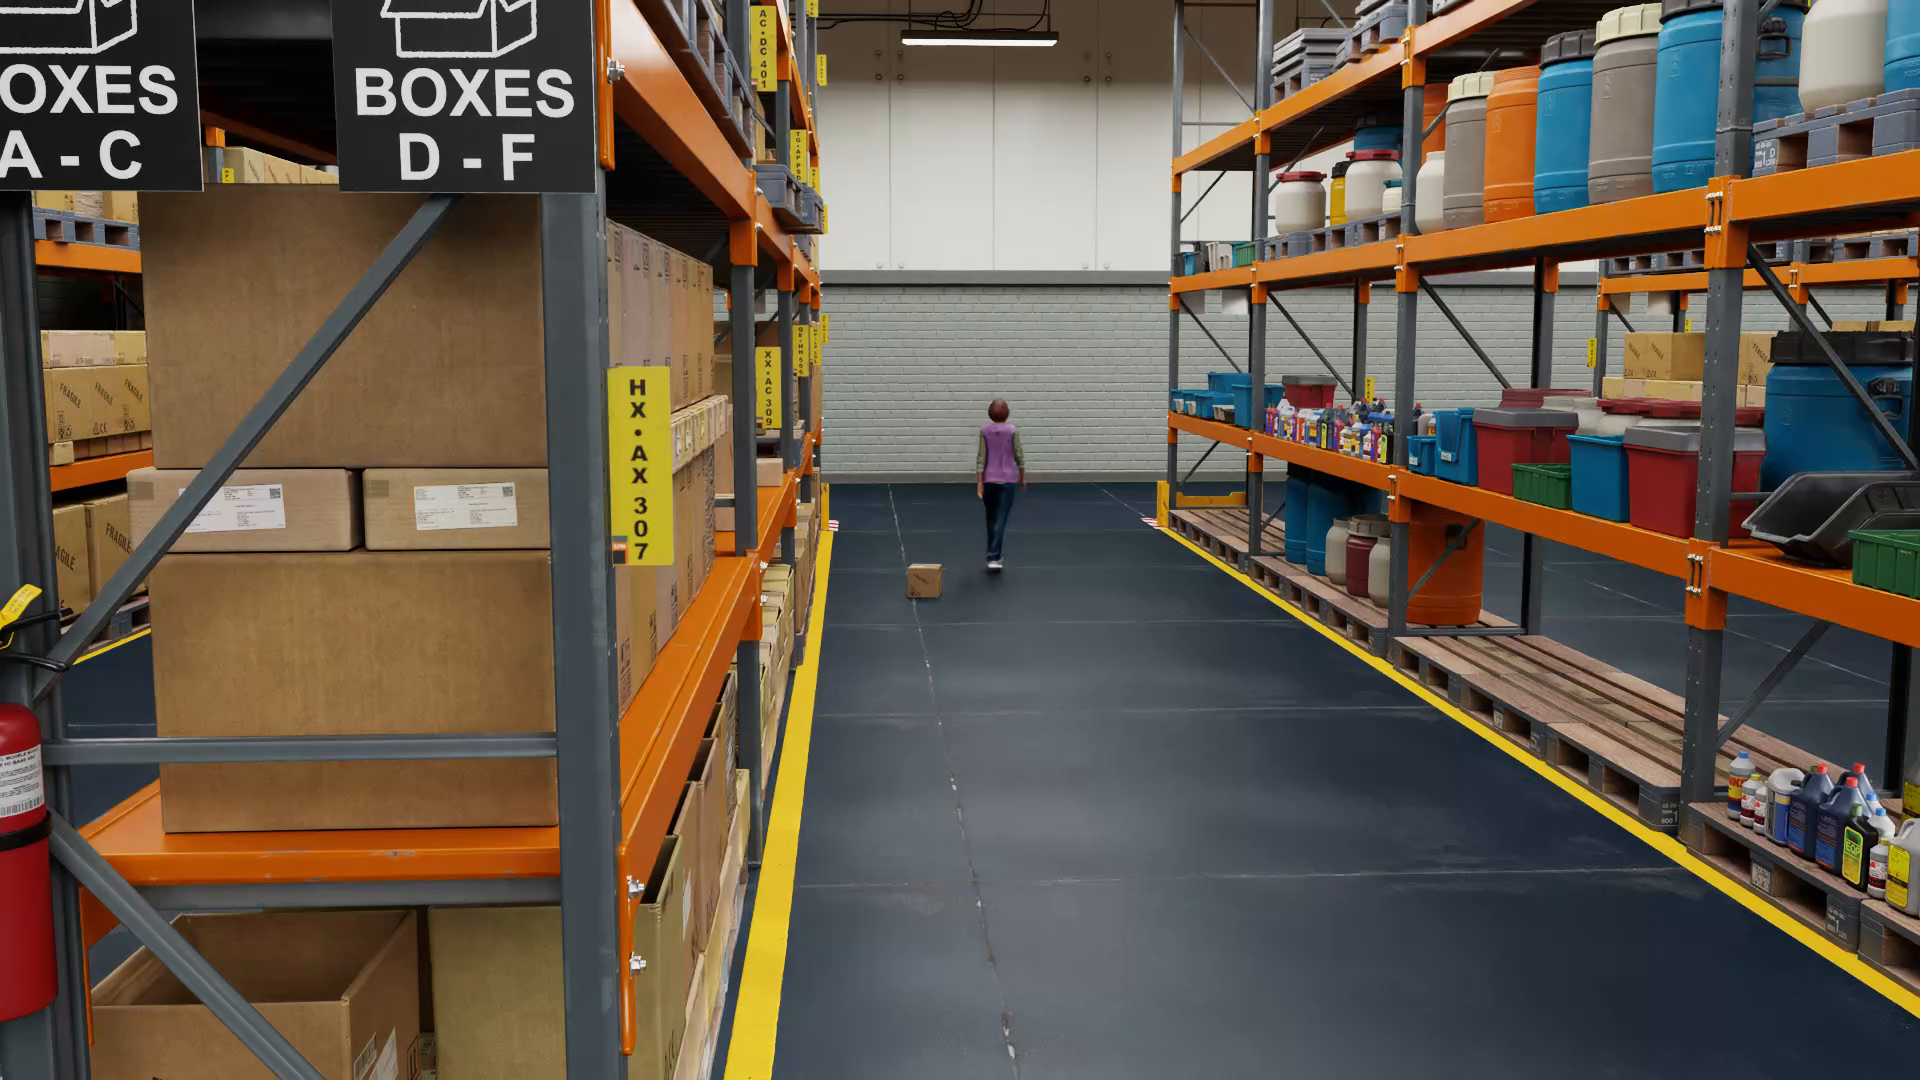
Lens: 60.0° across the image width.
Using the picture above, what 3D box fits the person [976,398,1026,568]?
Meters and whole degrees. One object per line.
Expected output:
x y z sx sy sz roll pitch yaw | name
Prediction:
0.391 -0.525 15.504 0.427 1.594 0.802 2 7 14 | person
